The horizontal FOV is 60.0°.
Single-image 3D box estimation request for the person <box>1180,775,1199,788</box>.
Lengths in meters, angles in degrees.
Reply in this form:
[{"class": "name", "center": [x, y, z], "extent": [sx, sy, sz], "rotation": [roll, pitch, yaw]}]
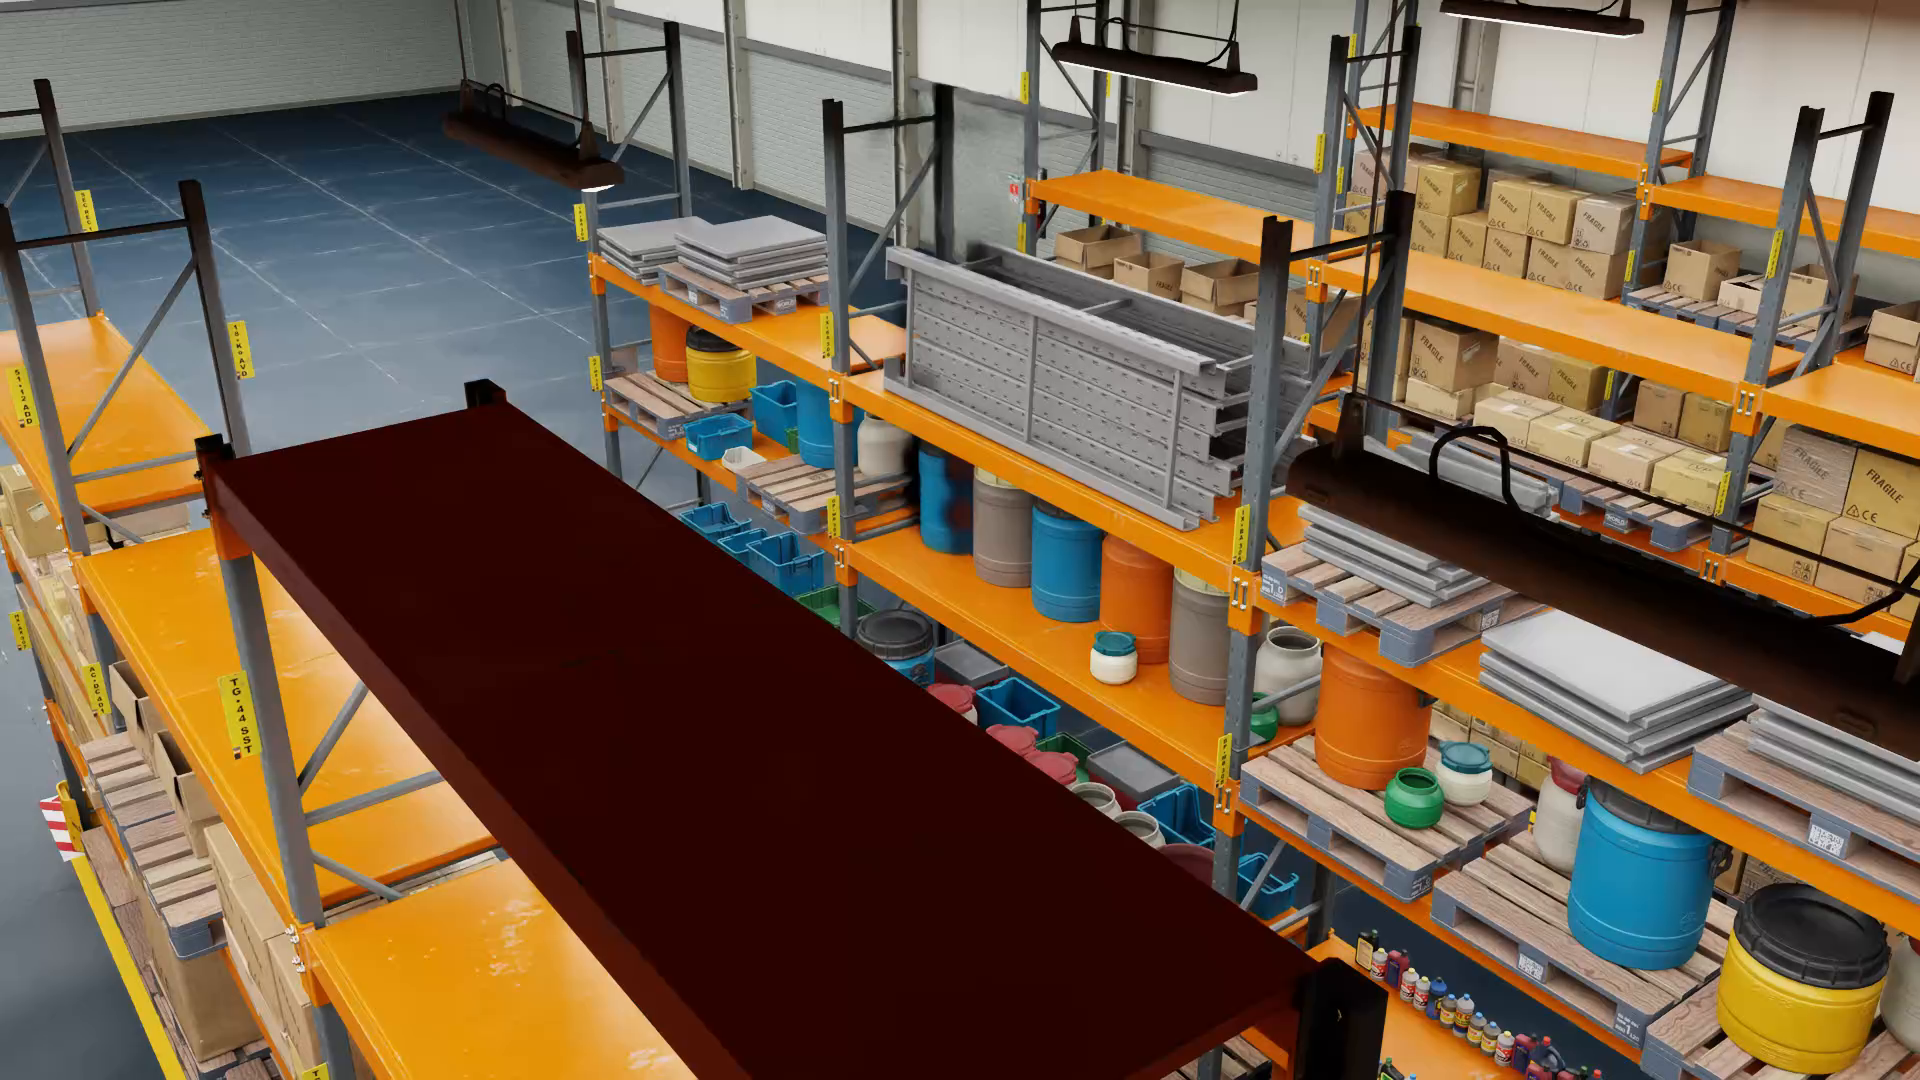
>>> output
[{"class": "person", "center": [1.792, 1.293, 13.655], "extent": [0.544, 1.570, 0.555], "rotation": [-16, 29, -31]}]
